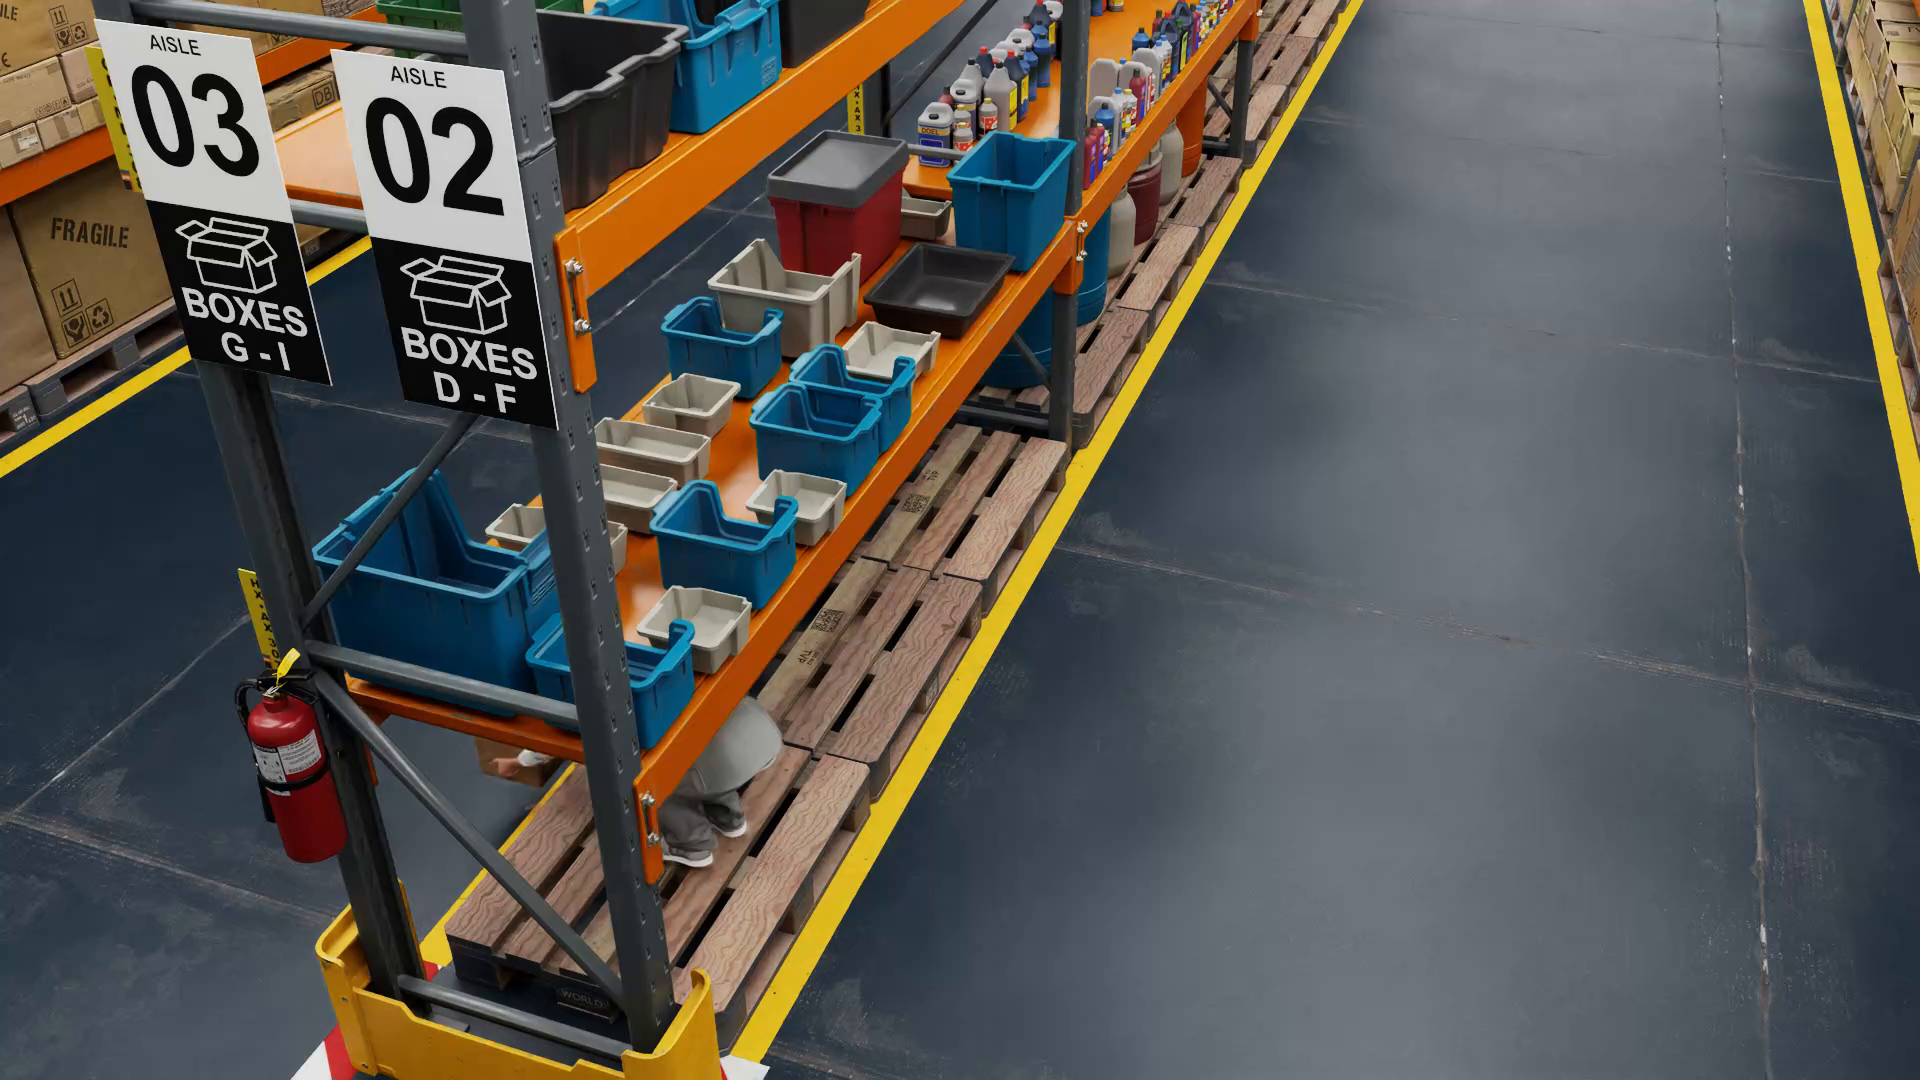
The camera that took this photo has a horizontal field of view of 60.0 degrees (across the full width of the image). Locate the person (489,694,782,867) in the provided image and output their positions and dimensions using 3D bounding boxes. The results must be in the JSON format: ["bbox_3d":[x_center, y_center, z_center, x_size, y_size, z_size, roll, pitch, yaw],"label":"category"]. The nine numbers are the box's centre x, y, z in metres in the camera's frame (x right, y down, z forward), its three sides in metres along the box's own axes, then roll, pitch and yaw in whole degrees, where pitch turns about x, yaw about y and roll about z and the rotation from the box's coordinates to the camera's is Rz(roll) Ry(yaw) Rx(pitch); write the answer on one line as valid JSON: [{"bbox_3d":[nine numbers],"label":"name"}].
[{"bbox_3d":[-1.098,0.684,5.599,1.127,0.645,0.406,18,38,25],"label":"person"}]
